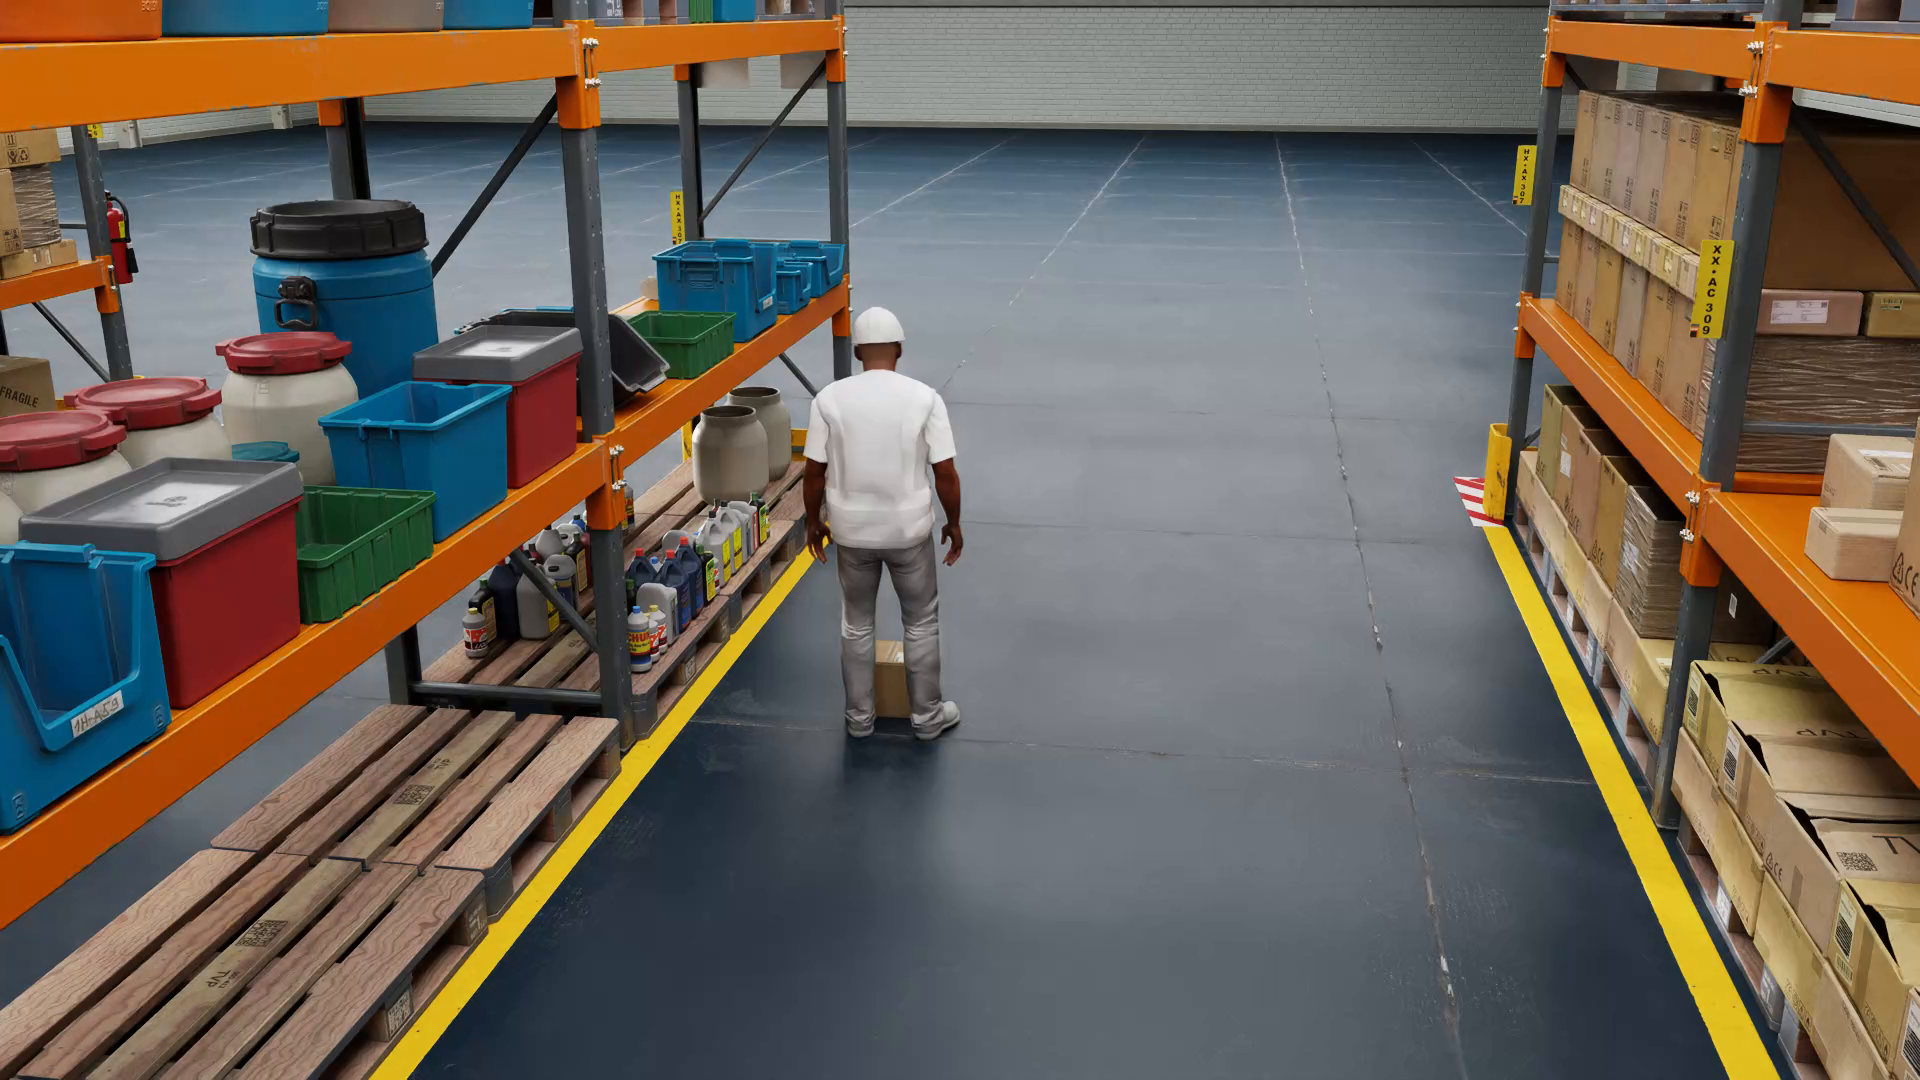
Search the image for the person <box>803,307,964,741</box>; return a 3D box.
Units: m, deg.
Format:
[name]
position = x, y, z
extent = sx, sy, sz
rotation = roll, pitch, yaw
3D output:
[person]
position = -0.306, -0.054, 6.690
extent = 0.637, 1.761, 0.454
rotation = 2, 18, 6
